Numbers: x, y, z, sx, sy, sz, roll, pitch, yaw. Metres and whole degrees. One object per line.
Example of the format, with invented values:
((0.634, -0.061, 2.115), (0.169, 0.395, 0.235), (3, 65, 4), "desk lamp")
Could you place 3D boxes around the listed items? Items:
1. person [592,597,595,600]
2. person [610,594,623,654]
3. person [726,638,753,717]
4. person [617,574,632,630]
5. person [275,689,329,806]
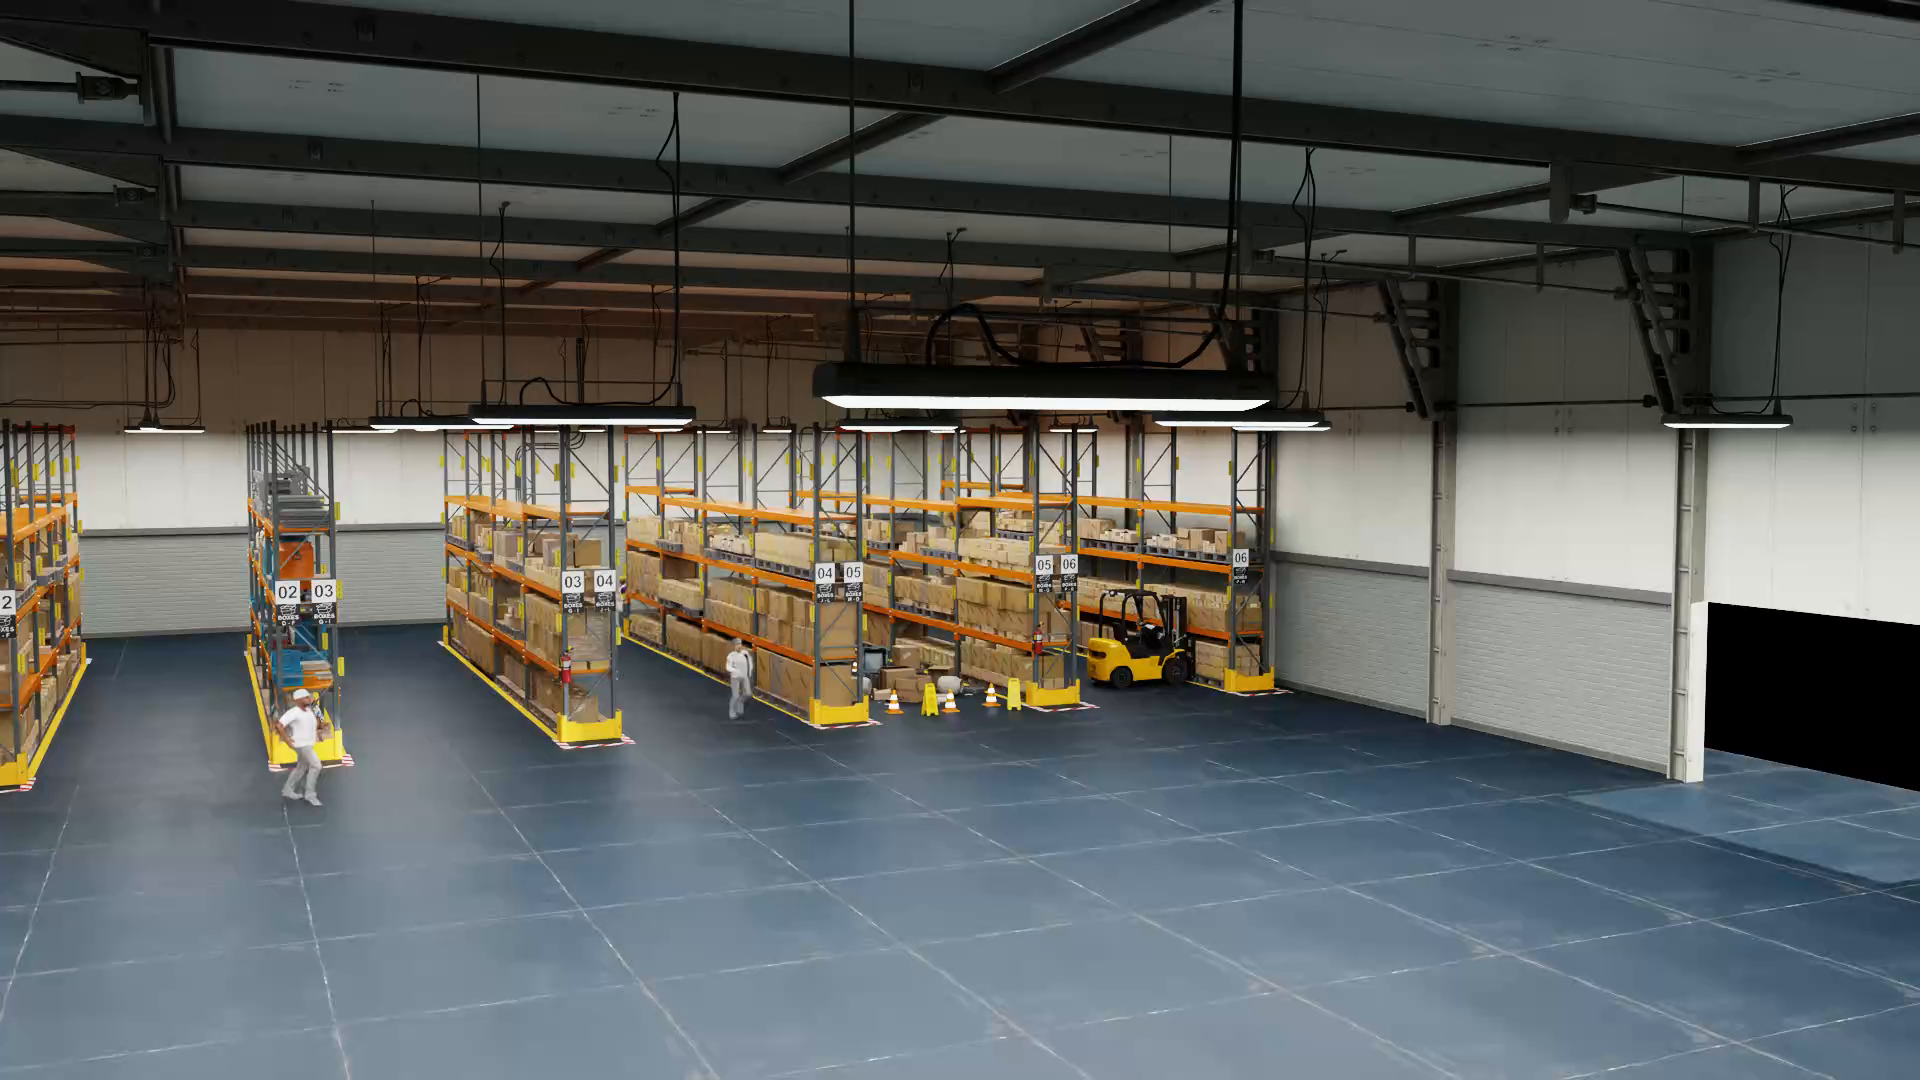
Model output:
((-10.840, 1.907, 47.449), (0.740, 1.737, 0.910), (1, 4, 21), "person")
((-9.293, 2.081, 44.092), (0.718, 1.794, 1.048), (-1, 4, -22), "person")
((-4.440, 2.784, 33.641), (0.634, 1.651, 0.728), (-2, 4, -28), "person")
((-9.849, 1.829, 48.893), (0.635, 1.675, 0.794), (-1, 4, -16), "person")
((-10.197, 3.226, 25.846), (0.764, 1.830, 0.674), (0, 4, -1), "person")
